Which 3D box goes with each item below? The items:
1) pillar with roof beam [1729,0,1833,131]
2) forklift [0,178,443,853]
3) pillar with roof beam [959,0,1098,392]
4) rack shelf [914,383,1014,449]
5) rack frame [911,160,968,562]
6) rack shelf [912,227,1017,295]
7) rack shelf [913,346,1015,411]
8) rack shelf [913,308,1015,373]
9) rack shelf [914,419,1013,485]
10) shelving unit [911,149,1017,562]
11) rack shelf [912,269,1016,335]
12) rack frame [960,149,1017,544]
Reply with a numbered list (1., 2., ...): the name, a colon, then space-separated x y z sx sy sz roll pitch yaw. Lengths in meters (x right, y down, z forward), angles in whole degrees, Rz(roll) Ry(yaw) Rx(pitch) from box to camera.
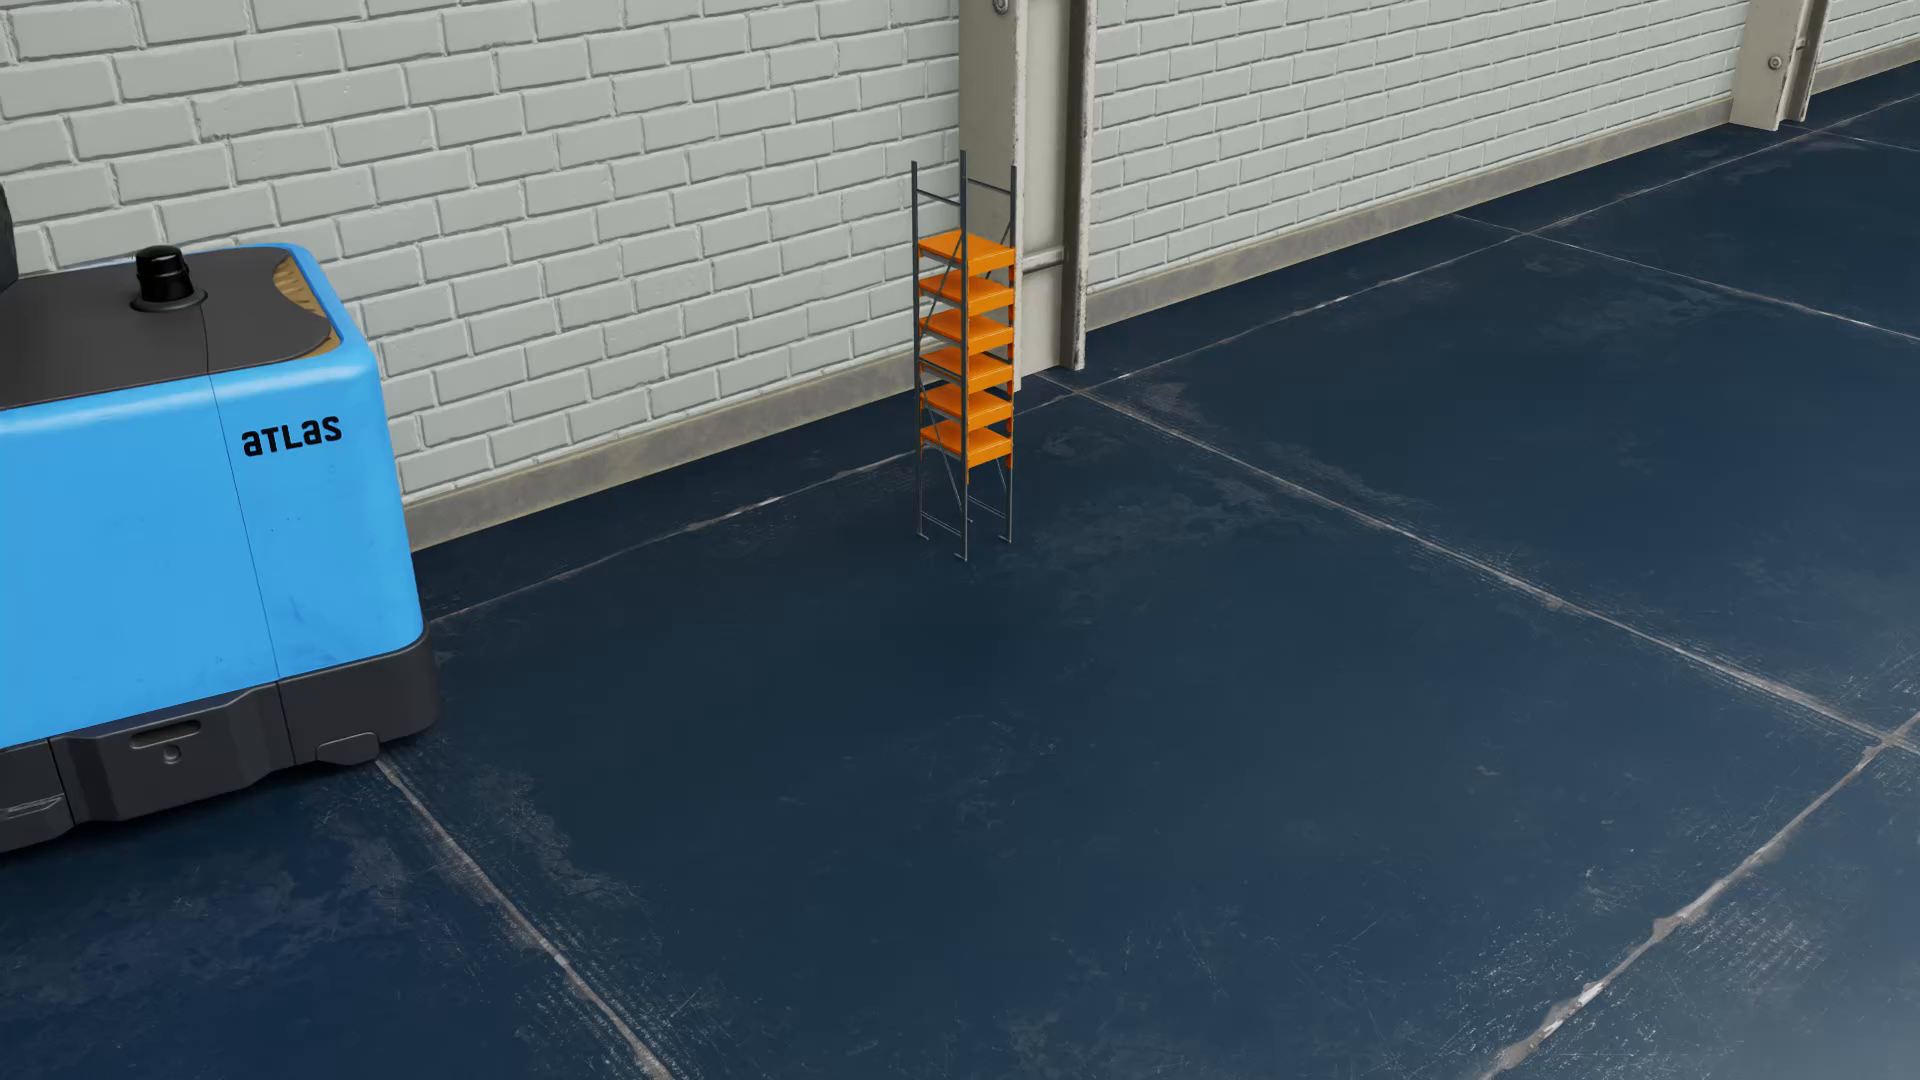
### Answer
1. pillar with roof beam: 7.600 -4.932 4.931 0.400 9.000 9.100 -22 35 -35
2. forklift: -2.872 -0.640 3.337 3.031 2.935 1.130 -14 31 -25
3. pillar with roof beam: 3.036 -3.097 1.497 0.400 9.000 9.100 -22 35 -35
4. rack shelf: 0.011 -0.389 5.053 0.180 0.103 0.258 -22 35 -35
5. rack frame: -0.059 -0.506 4.923 0.006 1.200 0.240 -22 35 -35
6. rack shelf: 0.011 -0.812 4.827 0.180 0.103 0.258 -22 35 -35
7. rack shelf: 0.011 -0.494 4.996 0.180 0.103 0.258 -22 35 -35
8. rack shelf: 0.011 -0.600 4.940 0.180 0.103 0.258 -22 35 -35
9. rack shelf: 0.011 -0.283 5.110 0.180 0.103 0.258 -22 35 -35
10. shelving unit: 0.011 -0.534 4.975 0.189 1.200 0.258 -22 35 -35
11. rack shelf: 0.011 -0.706 4.883 0.180 0.103 0.258 -22 35 -35
12. rack frame: 0.081 -0.562 5.028 0.006 1.200 0.240 -22 35 -35
